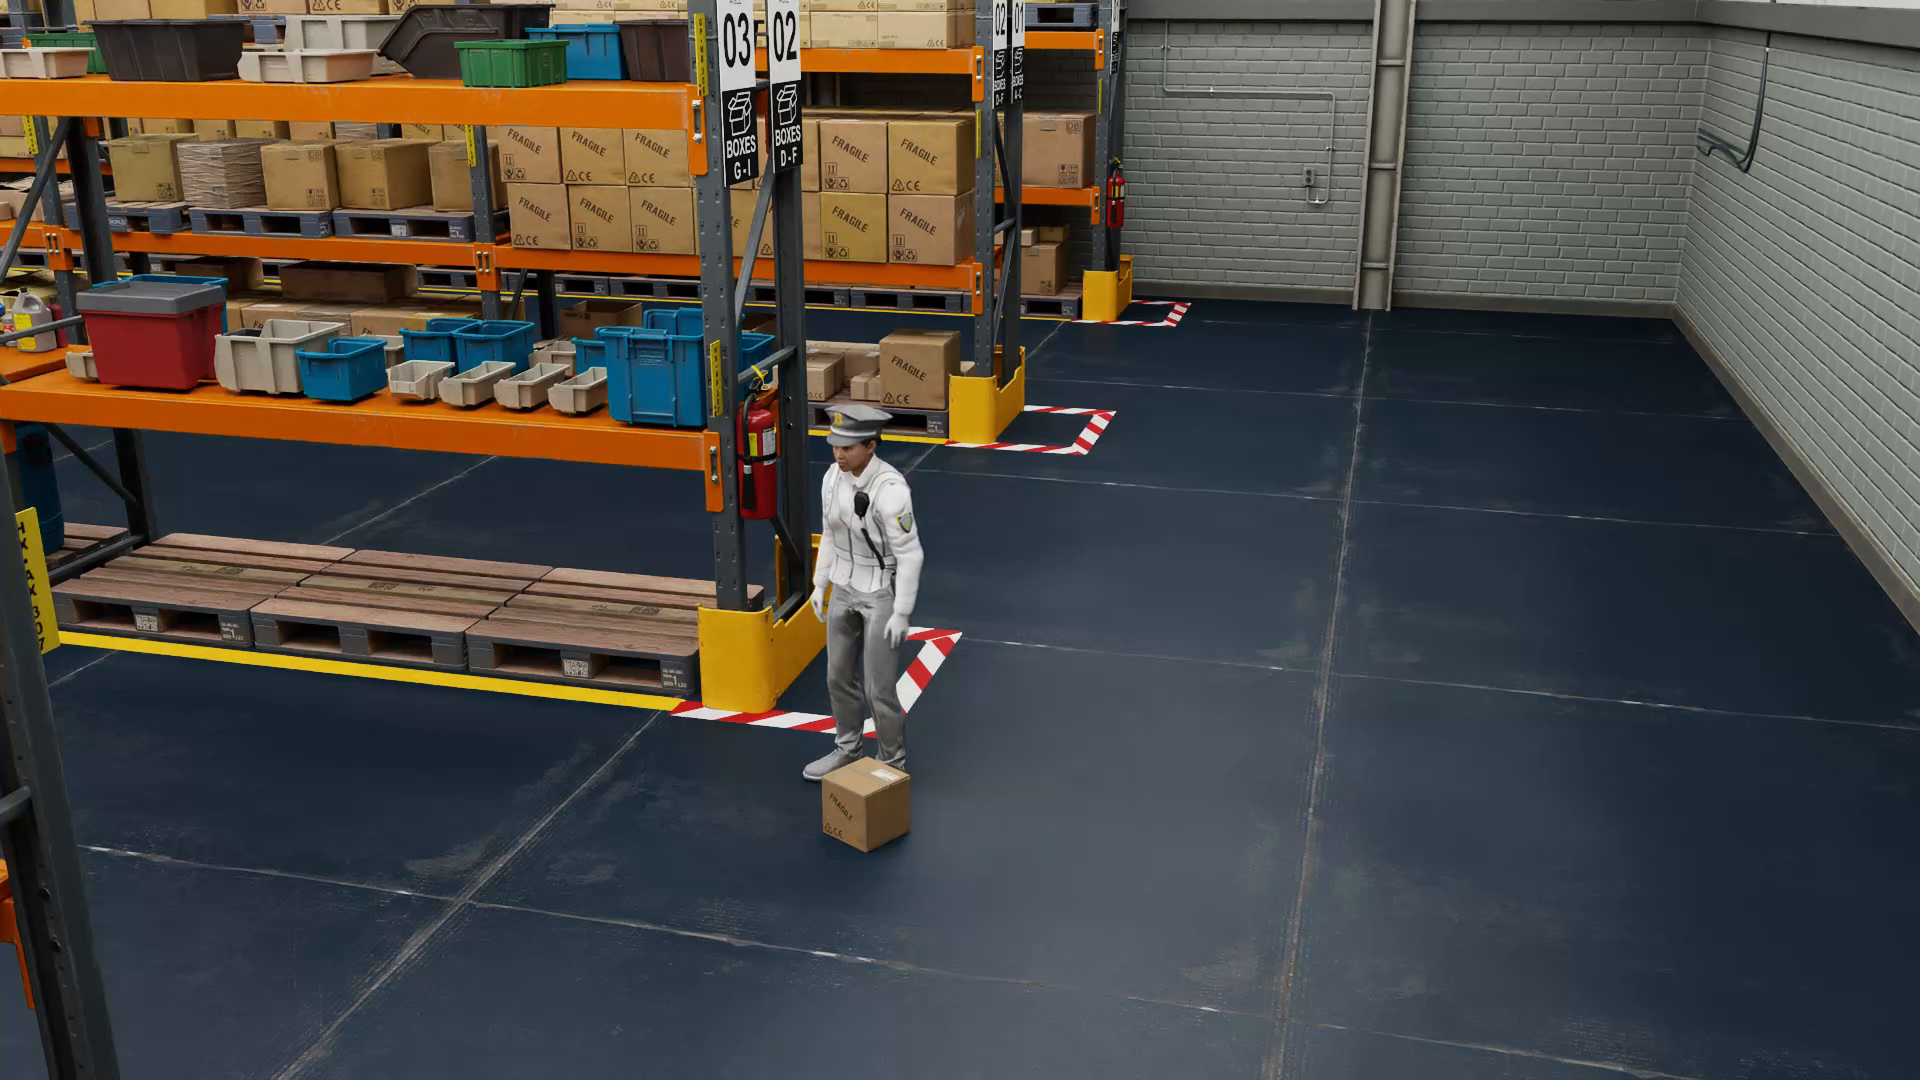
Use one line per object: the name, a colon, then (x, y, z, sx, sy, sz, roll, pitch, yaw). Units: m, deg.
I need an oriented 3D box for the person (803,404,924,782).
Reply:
person: (-0.385, 0.247, 6.803, 0.546, 1.667, 0.369, 16, 24, 40)
